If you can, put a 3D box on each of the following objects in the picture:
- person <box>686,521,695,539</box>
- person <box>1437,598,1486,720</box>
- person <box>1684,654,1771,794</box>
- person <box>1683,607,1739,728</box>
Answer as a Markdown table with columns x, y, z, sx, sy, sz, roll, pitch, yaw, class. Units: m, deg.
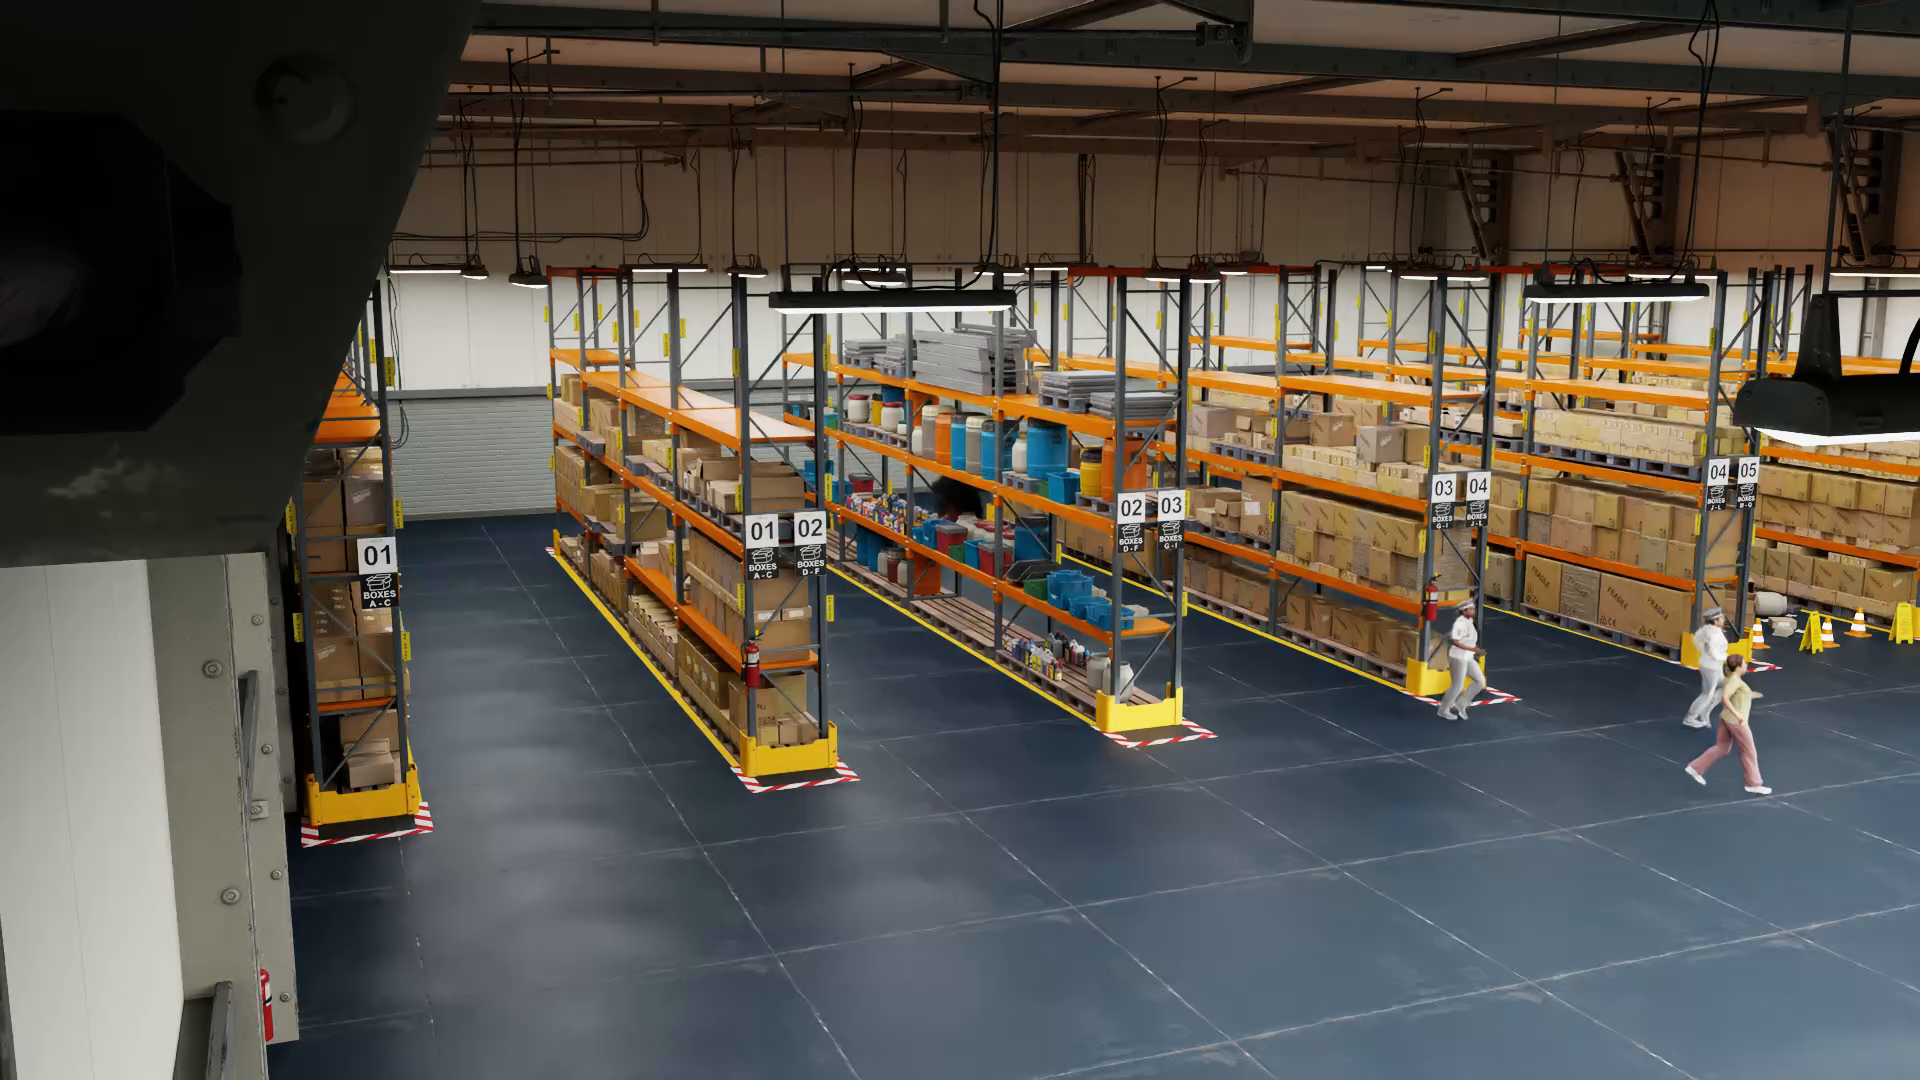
| x | y | z | sx | sy | sz | roll | pitch | yaw | class |
| --- | --- | --- | --- | --- | --- | --- | --- | --- | --- |
| -5.597 | -0.478 | 34.315 | 0.740 | 1.855 | 0.864 | -8 | 13 | -39 | person |
| 6.862 | 1.625 | 22.573 | 0.604 | 1.708 | 0.627 | 8 | 13 | 38 | person |
| 9.039 | 2.135 | 19.450 | 0.969 | 1.655 | 0.574 | 1 | 10 | 4 | person |
| 9.997 | 1.701 | 22.066 | 0.653 | 1.686 | 0.588 | 3 | 10 | 17 | person |
